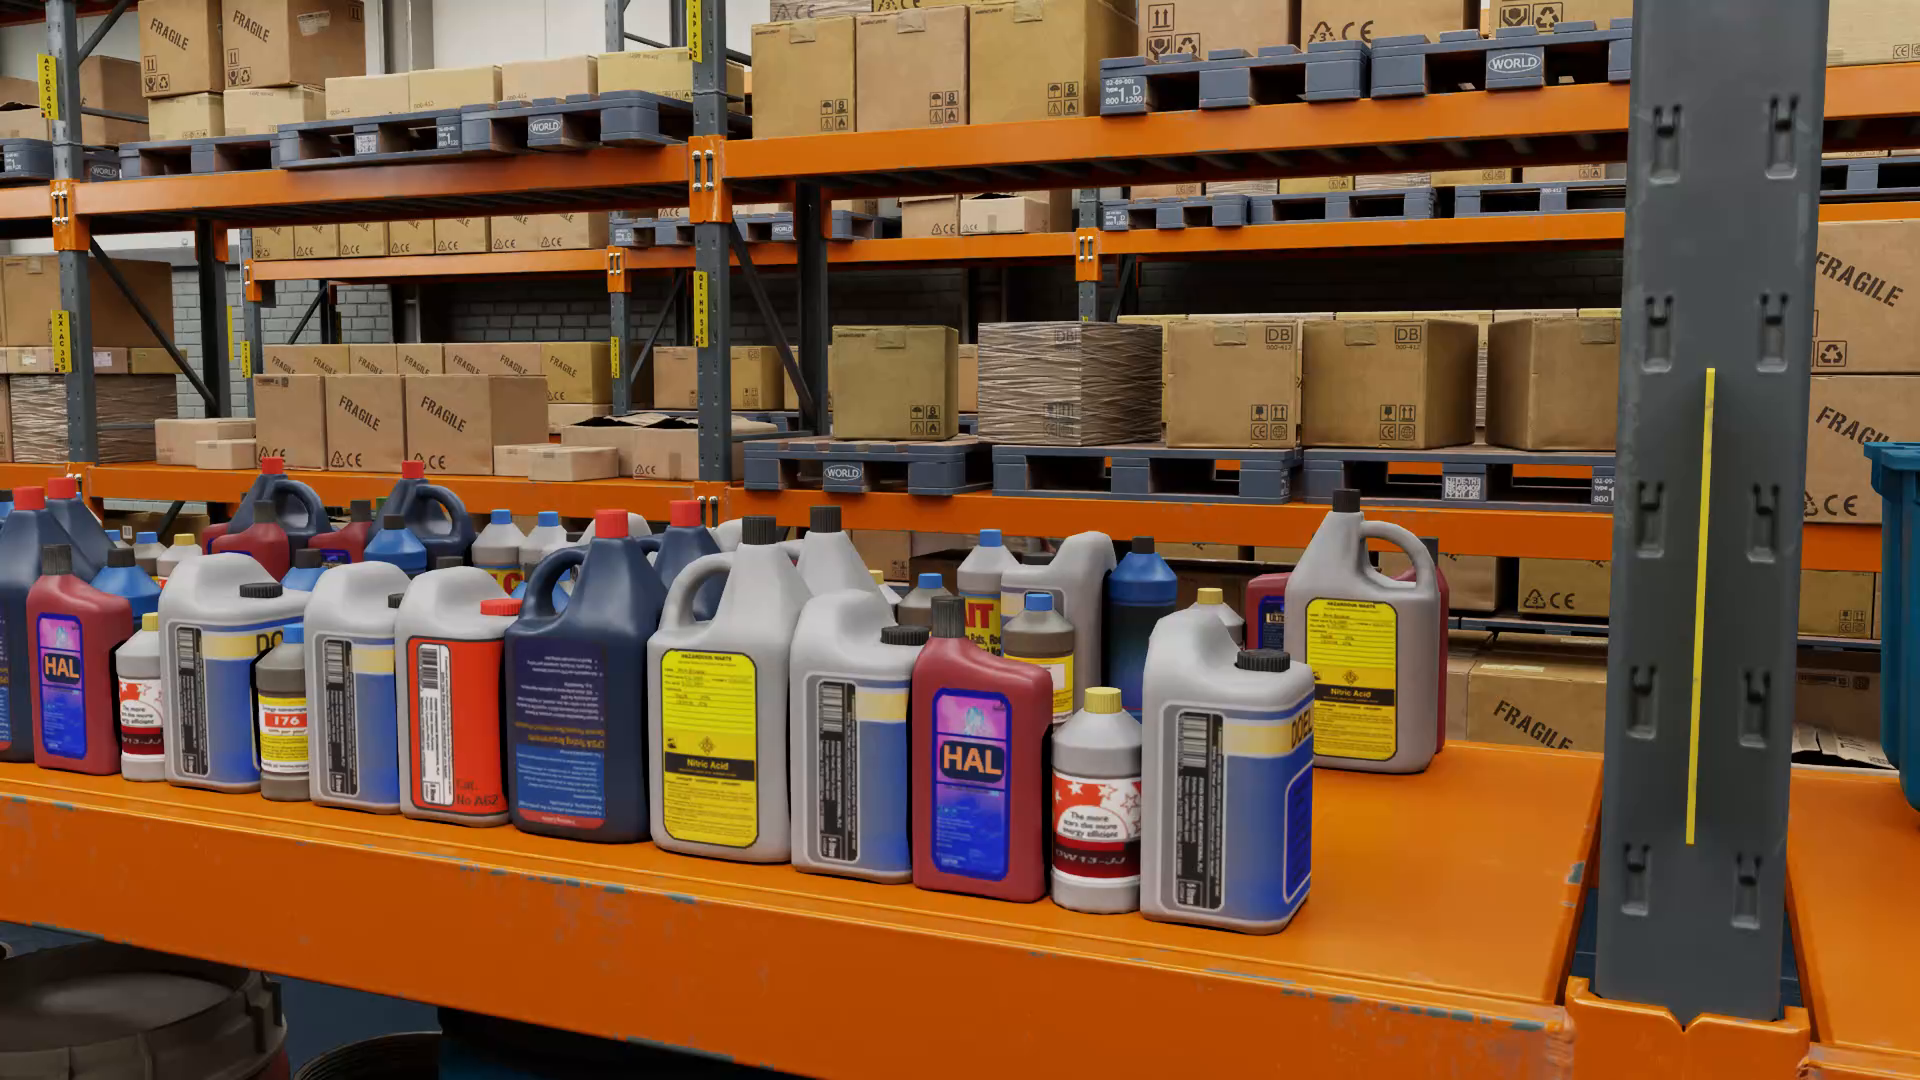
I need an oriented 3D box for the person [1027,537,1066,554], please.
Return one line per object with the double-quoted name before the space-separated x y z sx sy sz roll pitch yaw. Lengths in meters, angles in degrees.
"person" 0.446 0.023 9.482 0.469 1.675 0.653 5 7 39
